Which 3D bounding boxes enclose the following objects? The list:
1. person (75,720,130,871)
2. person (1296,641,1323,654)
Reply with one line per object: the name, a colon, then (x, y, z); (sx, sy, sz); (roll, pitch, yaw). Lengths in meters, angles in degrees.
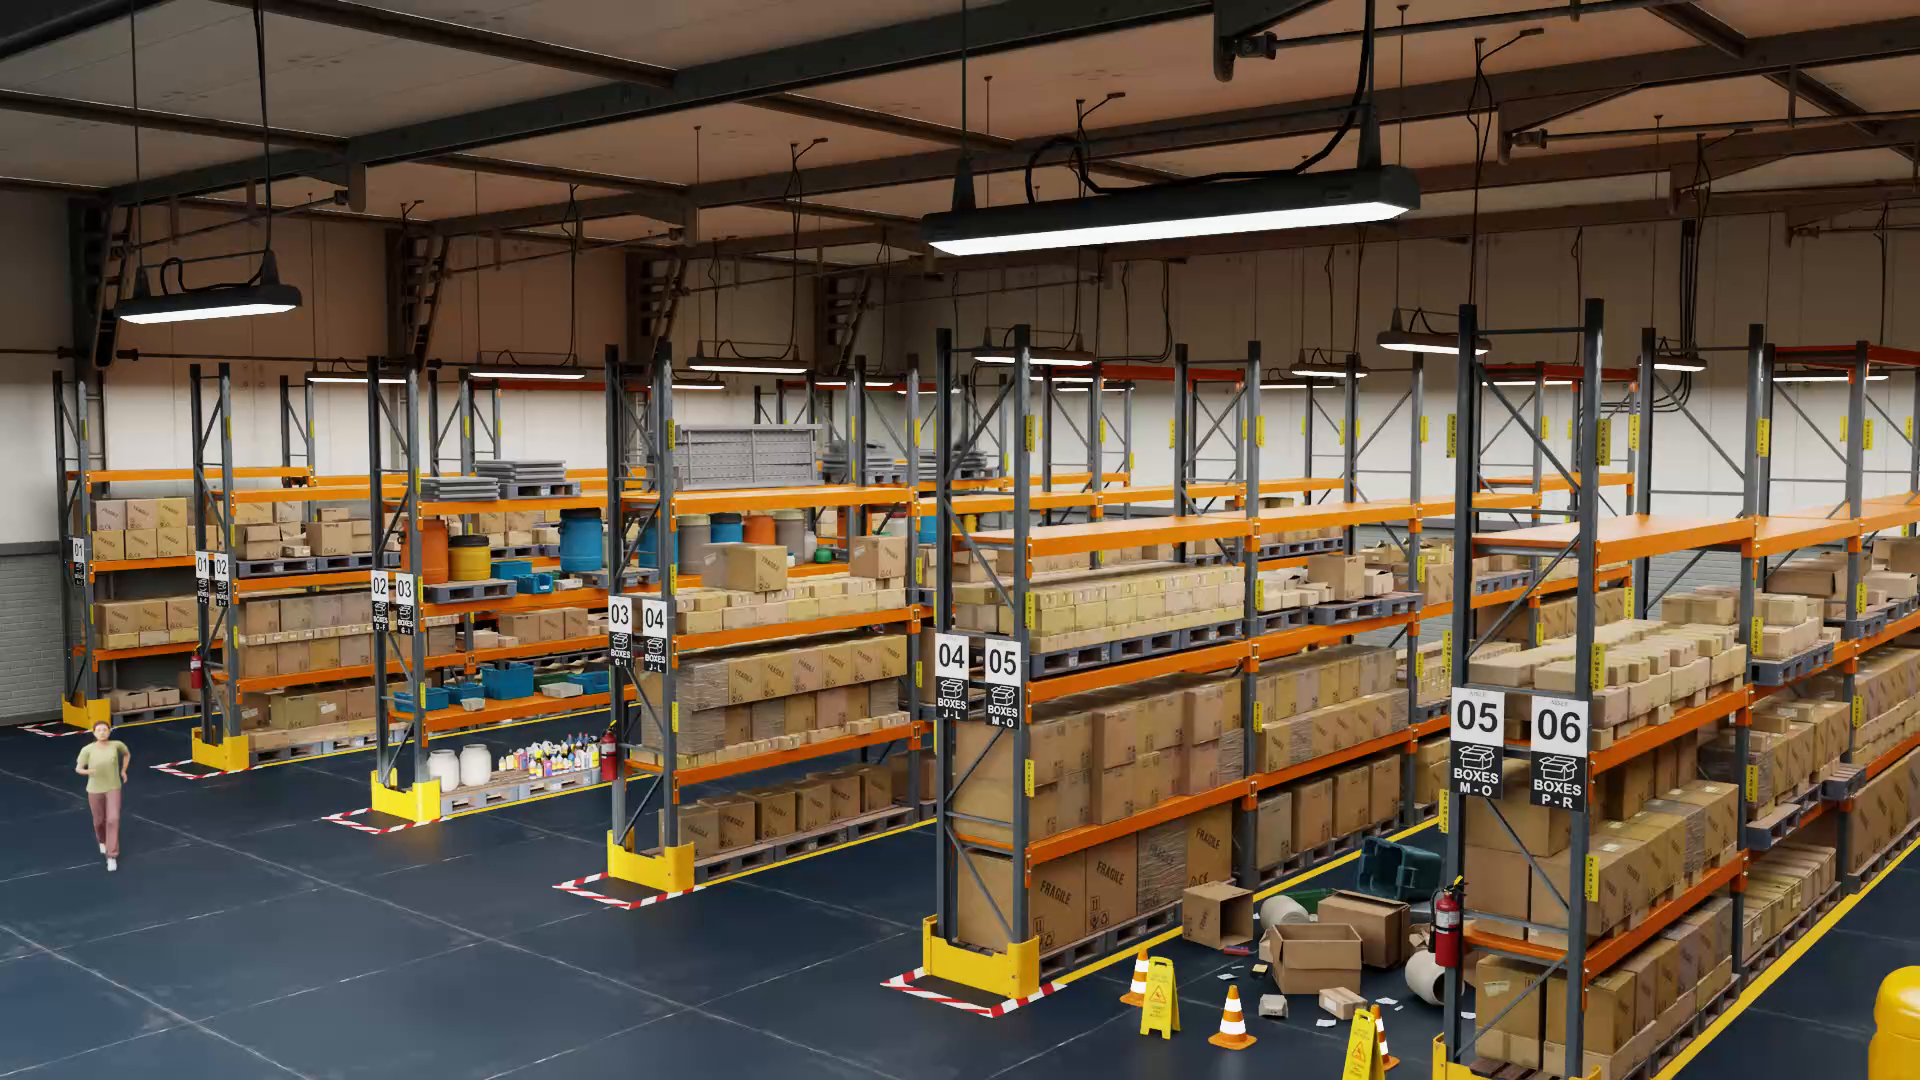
person: (-9.913, 2.915, 19.259); (0.574, 1.673, 0.951); (-2, 5, -28)
person: (5.653, 2.333, 26.597); (0.689, 1.779, 0.953); (3, 5, 34)
